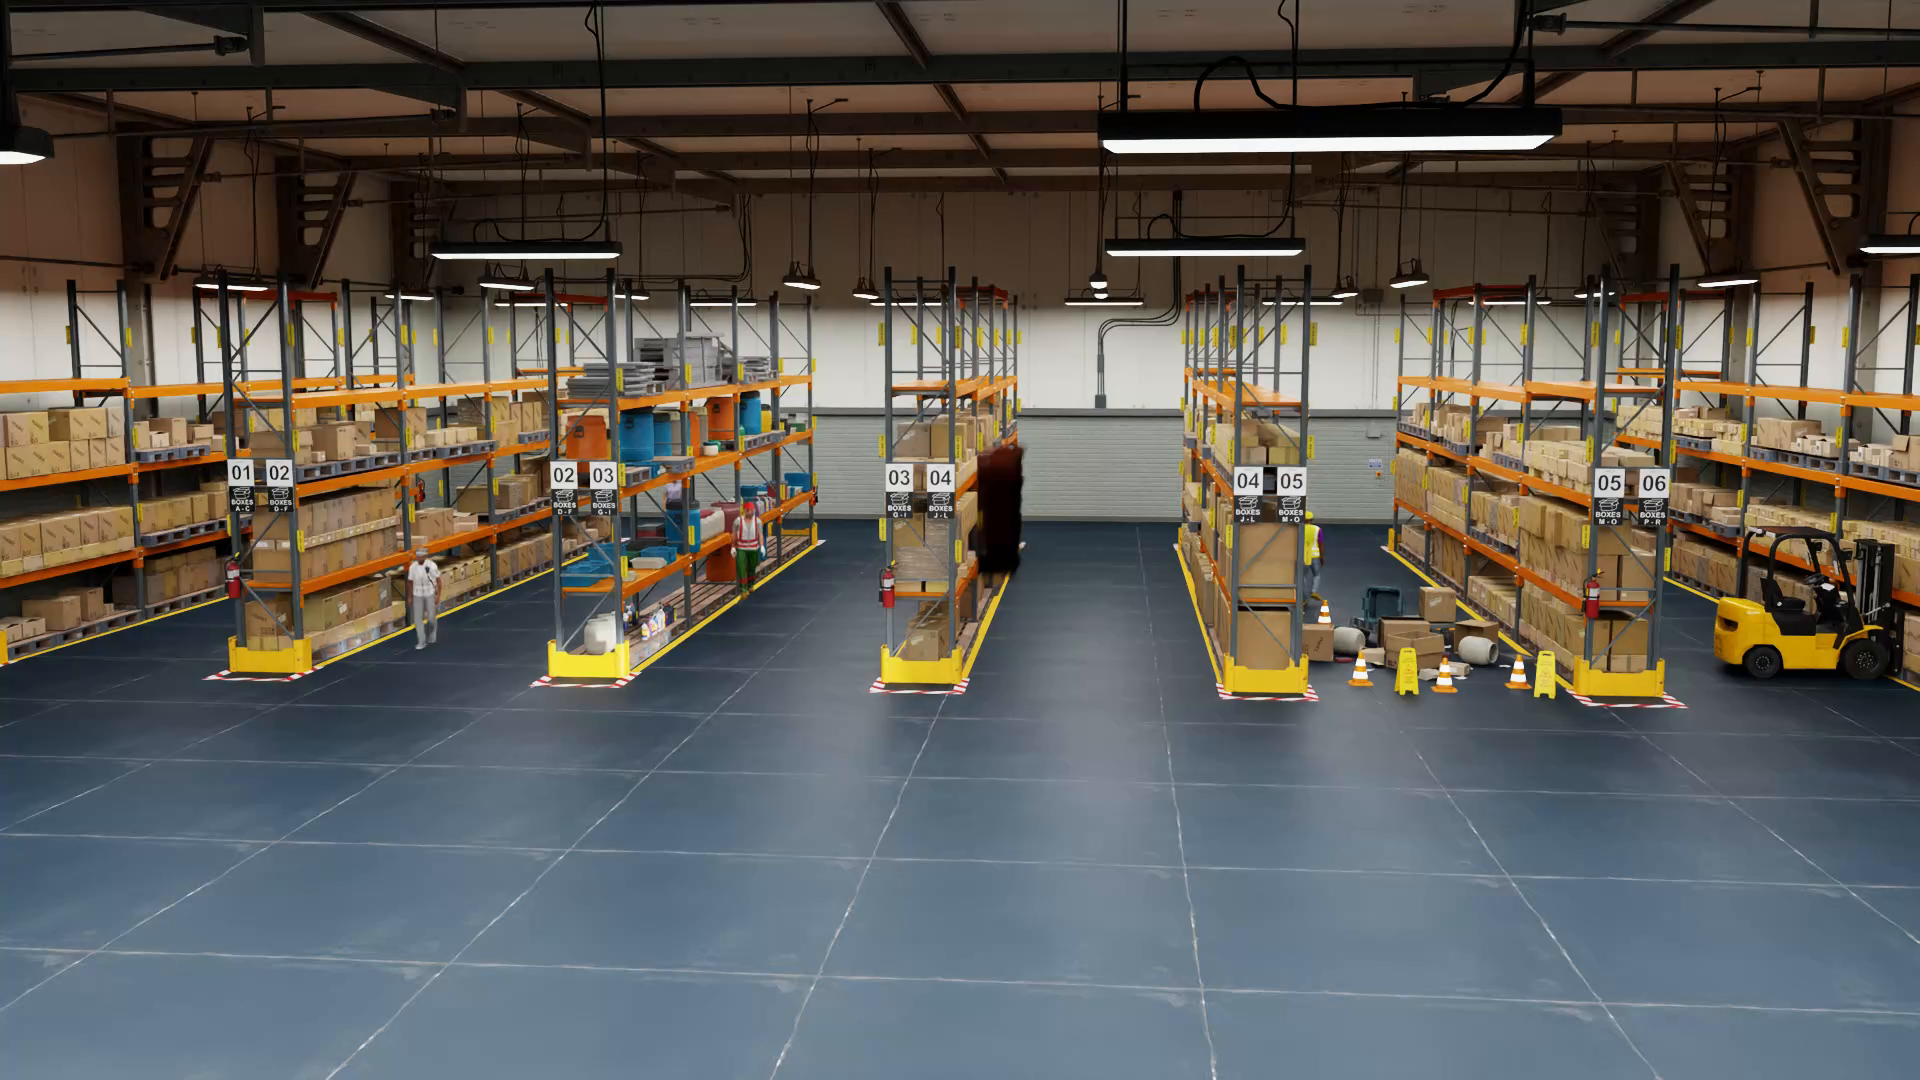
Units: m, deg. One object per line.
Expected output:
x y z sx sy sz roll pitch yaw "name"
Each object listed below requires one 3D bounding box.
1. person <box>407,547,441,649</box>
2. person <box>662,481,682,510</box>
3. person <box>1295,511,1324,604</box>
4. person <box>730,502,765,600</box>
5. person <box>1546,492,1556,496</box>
-8.697 0.916 27.053 0.540 1.656 0.554 0 7 -3 "person"
-7.239 -0.894 41.902 0.472 1.596 0.995 1 7 10 "person"
6.567 0.326 31.378 0.598 1.767 0.388 1 7 10 "person"
-3.845 0.162 30.132 0.617 1.730 1.032 -1 7 -10 "person"
14.307 -0.701 40.257 0.923 1.612 0.443 0 7 0 "person"
